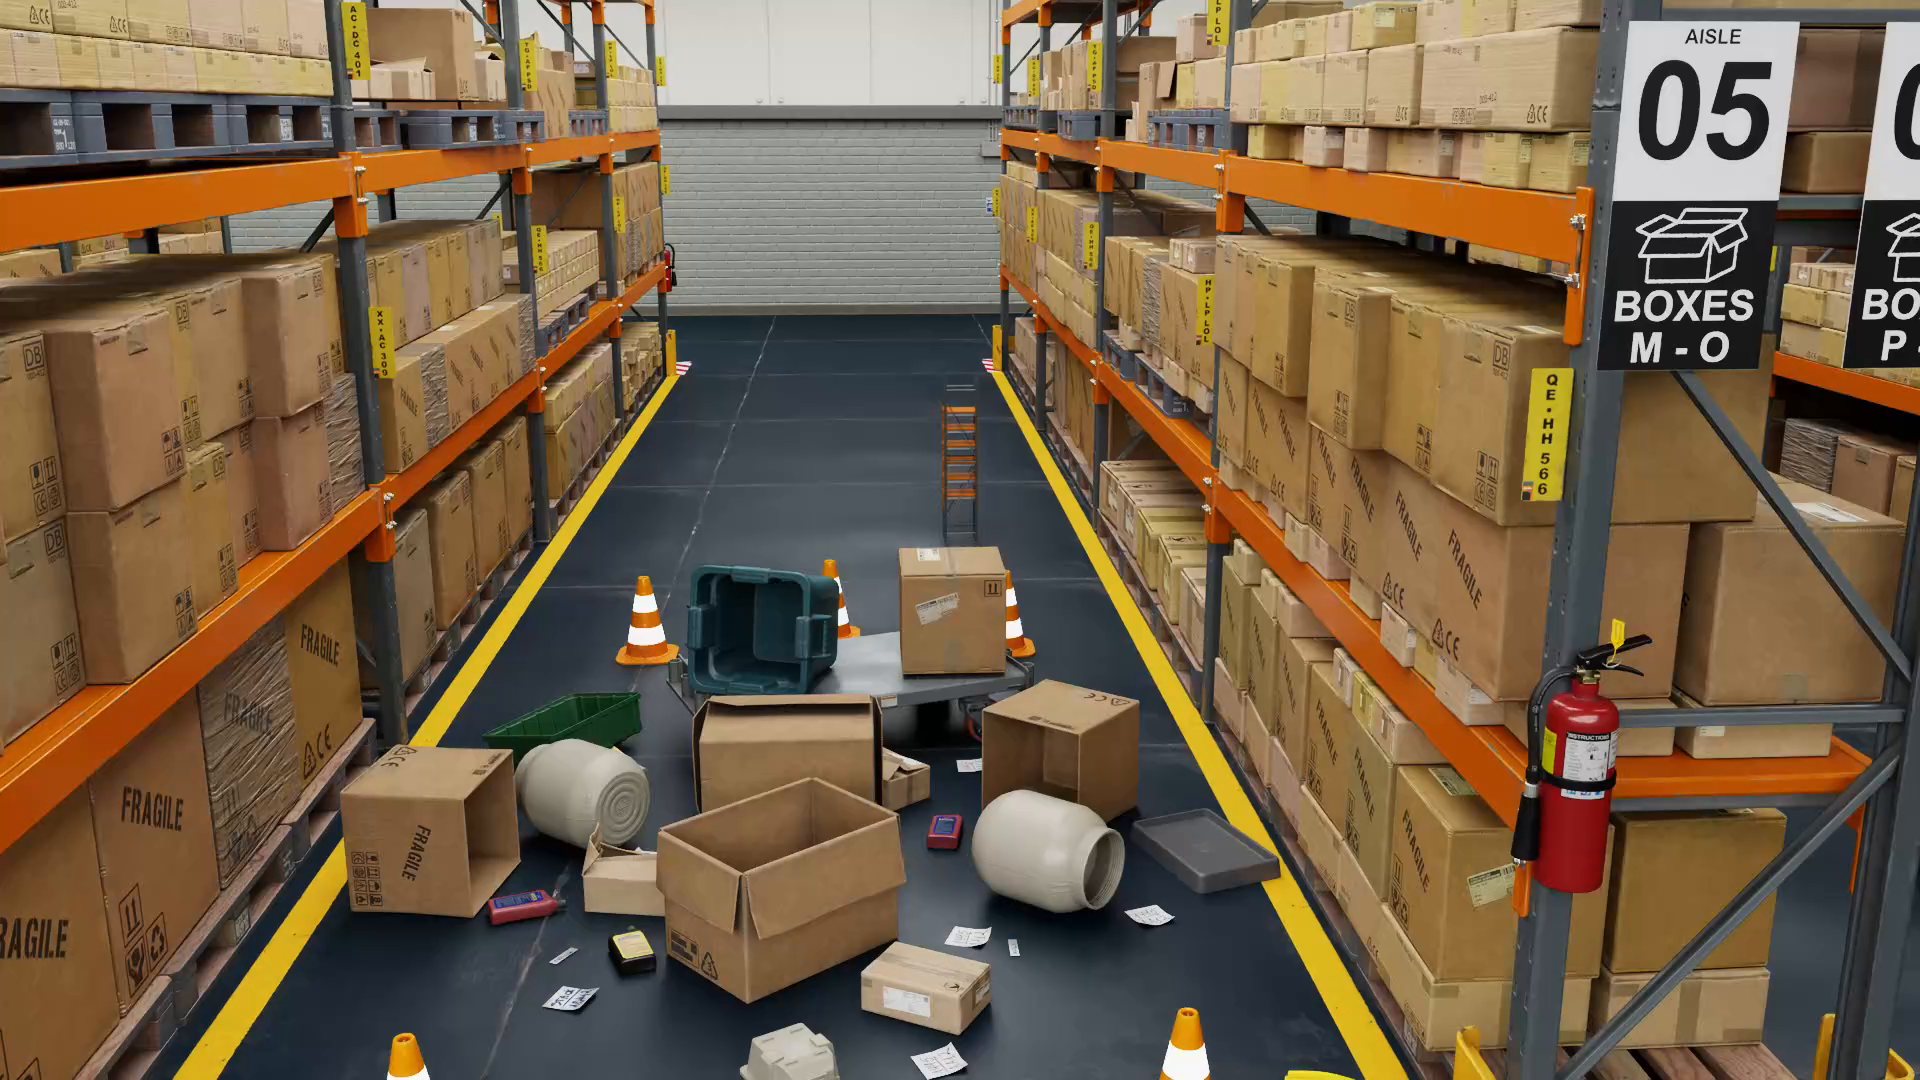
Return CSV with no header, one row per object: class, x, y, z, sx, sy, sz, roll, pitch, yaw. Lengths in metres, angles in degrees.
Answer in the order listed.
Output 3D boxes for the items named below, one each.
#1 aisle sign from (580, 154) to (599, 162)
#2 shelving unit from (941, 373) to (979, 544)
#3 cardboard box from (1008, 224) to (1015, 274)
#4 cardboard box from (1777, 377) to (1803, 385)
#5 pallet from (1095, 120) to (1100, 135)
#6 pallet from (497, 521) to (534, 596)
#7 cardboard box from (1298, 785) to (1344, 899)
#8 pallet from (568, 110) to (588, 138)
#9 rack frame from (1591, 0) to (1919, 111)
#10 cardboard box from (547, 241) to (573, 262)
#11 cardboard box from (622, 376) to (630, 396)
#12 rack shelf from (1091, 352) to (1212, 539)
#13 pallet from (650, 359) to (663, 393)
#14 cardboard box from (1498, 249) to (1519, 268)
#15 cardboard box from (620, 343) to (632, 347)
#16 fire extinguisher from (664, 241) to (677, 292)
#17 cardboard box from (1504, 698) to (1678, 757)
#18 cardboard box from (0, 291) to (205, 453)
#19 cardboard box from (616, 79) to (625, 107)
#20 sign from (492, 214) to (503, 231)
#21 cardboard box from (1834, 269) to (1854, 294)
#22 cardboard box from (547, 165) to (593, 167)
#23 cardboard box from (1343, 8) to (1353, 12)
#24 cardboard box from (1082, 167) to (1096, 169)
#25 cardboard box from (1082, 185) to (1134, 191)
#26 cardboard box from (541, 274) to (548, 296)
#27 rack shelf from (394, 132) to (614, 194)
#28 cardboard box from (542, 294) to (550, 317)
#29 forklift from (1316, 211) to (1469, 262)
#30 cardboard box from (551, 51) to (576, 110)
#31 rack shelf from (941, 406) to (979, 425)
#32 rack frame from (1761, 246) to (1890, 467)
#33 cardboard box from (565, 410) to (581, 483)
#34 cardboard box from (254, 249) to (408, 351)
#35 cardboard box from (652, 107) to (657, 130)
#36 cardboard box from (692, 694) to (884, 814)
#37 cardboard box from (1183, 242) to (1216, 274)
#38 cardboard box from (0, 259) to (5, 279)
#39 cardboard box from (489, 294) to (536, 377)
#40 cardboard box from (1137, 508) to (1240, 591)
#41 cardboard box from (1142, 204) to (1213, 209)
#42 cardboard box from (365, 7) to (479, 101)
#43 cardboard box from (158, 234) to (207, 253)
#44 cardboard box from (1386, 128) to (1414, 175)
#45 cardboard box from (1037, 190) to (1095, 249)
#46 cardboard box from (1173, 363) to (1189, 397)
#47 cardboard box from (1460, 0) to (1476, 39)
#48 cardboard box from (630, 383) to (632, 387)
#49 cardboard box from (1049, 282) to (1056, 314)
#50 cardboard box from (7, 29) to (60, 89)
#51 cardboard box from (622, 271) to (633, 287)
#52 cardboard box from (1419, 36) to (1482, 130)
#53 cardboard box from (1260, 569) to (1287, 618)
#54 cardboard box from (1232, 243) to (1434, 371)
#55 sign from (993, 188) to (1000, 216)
aisle sign,-4.249,-4.694,19.034,0.394,0.787,0.004,-1,14,-3
shelving unit,0.001,-0.577,11.863,0.258,1.200,0.189,-1,14,-3
cardboard box,0.805,-3.196,18.226,0.500,0.500,0.500,-1,14,-4
cardboard box,6.708,-1.249,13.732,0.380,0.149,0.250,-2,15,-6
pallet,1.343,-3.661,14.600,0.805,0.209,1.217,-1,15,-6
pallet,-3.476,0.116,11.153,1.003,0.211,1.213,-1,14,-3
cardboard box,1.600,1.128,6.296,0.500,0.250,0.500,-1,14,-5
pallet,-3.698,-3.376,13.483,1.213,0.211,1.003,-1,14,-3
rack frame,1.981,-2.449,3.487,1.000,3.000,0.127,-1,14,-3
cardboard box,-3.398,-2.376,13.707,0.380,0.149,0.250,-2,15,-6
cardboard box,-3.400,-1.489,16.074,0.380,0.149,0.250,0,14,-1
rack shelf,1.609,-0.688,10.124,1.077,0.370,4.000,-1,14,-3
pallet,-3.925,-1.850,18.792,1.003,0.211,1.213,-1,14,-3
cardboard box,5.870,-2.925,17.078,0.500,0.250,0.500,-1,14,-3
cardboard box,-3.607,-1.954,17.284,0.380,0.149,0.250,-1,15,-6
fire extinguisher,-3.500,-3.273,19.632,0.296,0.674,0.183,-1,14,-3
cardboard box,1.744,0.488,4.614,0.380,0.149,0.250,0,14,-2
cardboard box,-3.126,-0.537,5.627,0.875,0.550,0.500,-1,14,-3
cardboard box,-3.514,-4.296,15.983,0.500,0.250,0.500,-1,14,-4
sign,-4.238,-2.836,15.291,0.100,0.325,0.005,-1,14,-3
cardboard box,6.224,-1.760,11.345,0.380,0.149,0.250,0,14,-2
cardboard box,-4.135,-3.727,17.690,0.500,0.500,0.500,-1,14,-5
cardboard box,2.056,-2.640,8.701,0.500,0.250,0.500,-1,14,-5
cardboard box,1.445,-3.713,16.930,0.380,0.149,0.250,-1,14,-5
cardboard box,1.449,-3.183,16.171,0.500,0.500,0.500,-1,14,-3
cardboard box,-3.318,-1.915,12.513,0.380,0.149,0.250,-1,14,-5
rack shelf,-3.573,-3.034,13.221,1.077,0.370,4.000,-1,14,-3
cardboard box,-3.309,-1.762,12.516,0.380,0.149,0.250,0,14,-1
forklift,3.093,-1.446,11.765,1.130,2.935,3.031,-1,14,-3
cardboard box,-3.783,-4.035,14.627,0.700,0.500,0.500,-1,14,-3
rack shelf,0.001,-0.883,11.784,0.258,0.103,0.180,-1,14,-3
rack frame,6.439,-1.611,12.269,1.000,3.000,0.127,-1,14,-3
cardboard box,-3.273,-0.730,13.016,0.500,0.500,0.500,-1,14,-3
cardboard box,-3.272,-1.221,8.546,0.700,0.500,0.500,-1,14,-4
cardboard box,-3.653,-4.693,18.526,0.500,0.250,0.500,-1,14,-5
cardboard box,-0.721,0.969,6.978,0.797,0.637,0.503,-1,14,-3
cardboard box,1.423,-1.531,9.016,0.380,0.149,0.250,-1,14,-5
cardboard box,-8.289,-2.059,13.807,0.500,0.500,0.500,-1,14,-4
cardboard box,-3.153,-1.373,11.141,0.500,0.500,0.500,-1,14,-3
cardboard box,1.605,0.048,10.249,0.950,0.372,0.625,0,14,-2
cardboard box,1.658,-2.316,12.800,0.500,0.500,0.500,-1,14,-3
cardboard box,-3.062,-2.757,9.458,0.500,0.500,0.500,-1,14,-3
cardboard box,-8.576,-3.199,18.144,0.500,0.250,0.500,-1,14,-4
cardboard box,1.628,-1.278,5.459,0.380,0.149,0.250,-1,14,-5
cardboard box,0.977,-2.947,15.254,0.500,0.500,0.500,-1,14,-3
cardboard box,1.375,-0.874,9.063,0.380,0.149,0.250,-1,14,-4
cardboard box,1.689,-1.533,4.847,0.380,0.149,0.250,-1,14,-3
cardboard box,-3.483,-1.472,16.607,0.380,0.149,0.250,-1,14,-4
cardboard box,1.050,-2.086,14.415,0.500,0.250,0.500,-1,14,-4
cardboard box,-2.703,-1.304,4.516,0.380,0.149,0.250,-1,14,-3
cardboard box,-3.509,-2.641,16.774,0.380,0.149,0.250,-1,14,-2
cardboard box,1.663,-1.317,4.808,0.500,0.250,0.500,-1,14,-4
cardboard box,1.481,0.223,7.009,0.380,0.149,0.250,0,14,-1
cardboard box,1.553,-0.975,6.993,0.700,0.500,0.500,-1,14,-3
sign,0.435,-3.974,19.555,0.100,0.325,0.005,-1,14,-3
